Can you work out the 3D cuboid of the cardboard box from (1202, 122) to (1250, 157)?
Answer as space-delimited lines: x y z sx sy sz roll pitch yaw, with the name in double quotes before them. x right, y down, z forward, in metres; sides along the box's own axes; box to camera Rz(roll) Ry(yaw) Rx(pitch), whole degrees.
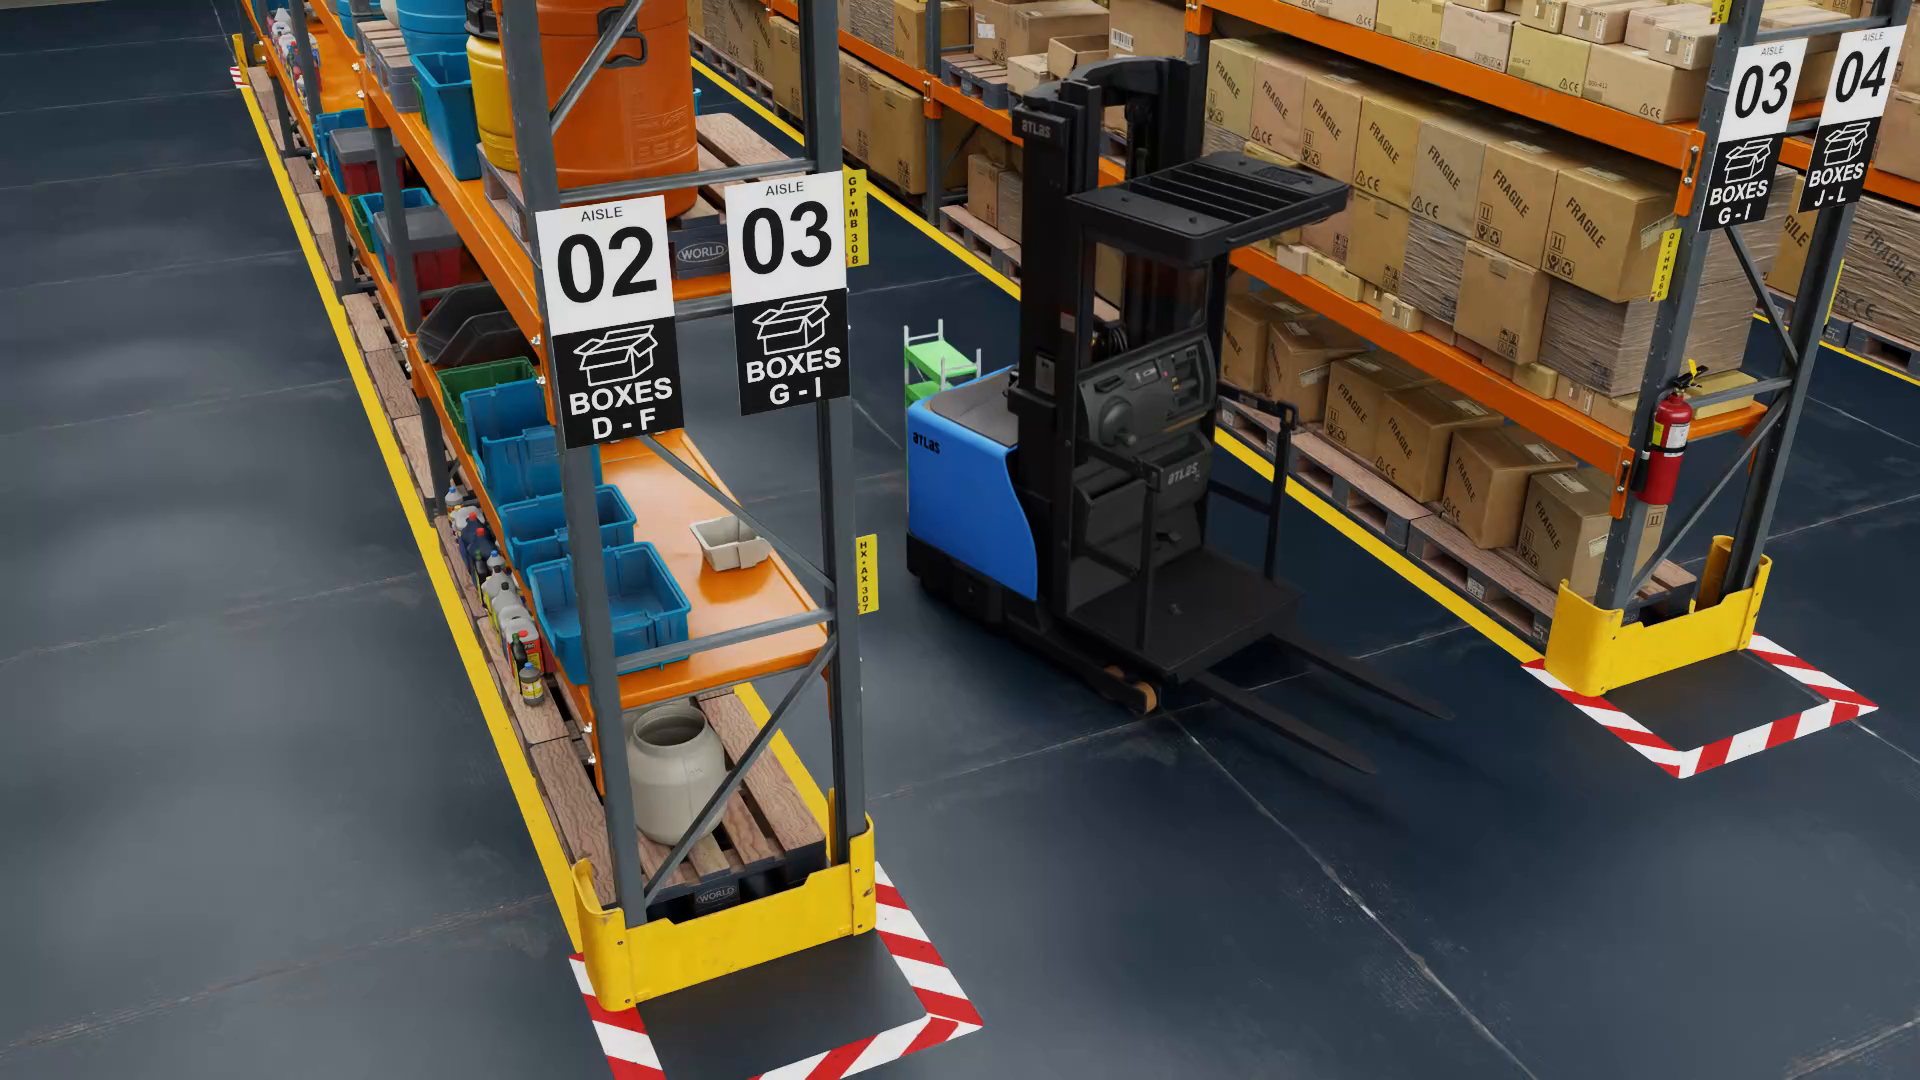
"cardboard box" 2.041 -2.404 10.564 0.875 0.500 0.500 -13 32 -22

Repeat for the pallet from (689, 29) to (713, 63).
"pallet" -2.834 -6.190 20.573 1.003 0.211 1.213 -13 32 -22

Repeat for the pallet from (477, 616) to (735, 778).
"pallet" -1.791 0.659 8.359 1.003 0.211 1.213 -13 32 -22

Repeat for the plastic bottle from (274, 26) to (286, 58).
"plastic bottle" -5.967 -4.377 14.620 0.097 0.271 0.097 0 29 0

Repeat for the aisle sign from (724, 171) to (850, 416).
"aisle sign" -0.556 -0.799 5.450 0.394 0.787 0.004 -13 32 -22

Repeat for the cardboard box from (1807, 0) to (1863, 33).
"cardboard box" 6.555 -3.805 12.212 0.875 0.550 0.550 -13 32 -22

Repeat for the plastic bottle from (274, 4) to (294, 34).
"plastic bottle" -6.128 -4.673 15.068 0.144 0.351 0.185 -13 32 -22

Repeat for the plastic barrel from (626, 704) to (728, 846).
"plastic barrel" -1.204 0.992 7.029 0.421 0.512 0.421 0 29 0

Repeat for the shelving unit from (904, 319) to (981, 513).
"shelving unit" -0.102 -0.611 9.612 0.258 1.200 0.503 -14 32 -23

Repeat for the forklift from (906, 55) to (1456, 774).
"forklift" 1.067 -0.696 7.994 1.130 2.935 3.031 -24 37 -36

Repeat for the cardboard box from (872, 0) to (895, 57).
"cardboard box" -0.457 -4.640 14.856 0.500 0.500 0.500 -13 32 -22

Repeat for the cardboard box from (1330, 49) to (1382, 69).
"cardboard box" 2.562 -2.690 10.052 0.500 0.500 0.500 -13 32 -22

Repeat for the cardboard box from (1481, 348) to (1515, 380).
"cardboard box" 2.959 -0.972 8.674 0.380 0.149 0.250 -13 32 -22

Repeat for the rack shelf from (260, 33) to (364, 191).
"rack shelf" -5.145 -3.739 14.087 1.077 0.370 4.000 -13 32 -22

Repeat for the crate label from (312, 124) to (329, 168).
"crate label" -4.444 -2.832 11.904 0.303 0.233 0.416 -13 32 -22

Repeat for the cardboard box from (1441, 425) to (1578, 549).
"cardboard box" 3.081 -0.305 9.353 0.500 0.500 0.500 -5 30 -9

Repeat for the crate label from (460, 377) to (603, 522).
"crate label" -1.886 -0.407 7.373 0.502 0.435 0.616 -13 32 -22

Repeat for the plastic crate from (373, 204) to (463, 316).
"plastic crate" -3.053 -1.580 9.435 0.402 0.464 0.583 -13 32 -22

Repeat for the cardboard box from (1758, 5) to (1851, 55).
"cardboard box" 3.712 -2.262 7.397 0.380 0.149 0.250 -13 32 -22

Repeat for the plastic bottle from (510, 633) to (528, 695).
"plastic bottle" -2.103 0.590 7.958 0.061 0.283 0.133 -12 32 -21

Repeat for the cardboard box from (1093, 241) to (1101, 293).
"cardboard box" 1.232 -2.281 12.858 0.700 0.500 0.500 -16 33 -26

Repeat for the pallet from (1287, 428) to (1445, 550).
"pallet" 2.752 -0.397 10.242 1.003 0.211 1.213 -13 32 -22

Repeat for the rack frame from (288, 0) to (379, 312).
"rack frame" -4.286 -3.169 12.335 1.000 3.000 0.127 -13 32 -22

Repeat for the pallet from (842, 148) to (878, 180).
"pallet" -0.603 -3.895 16.481 1.003 0.211 1.213 -13 32 -22

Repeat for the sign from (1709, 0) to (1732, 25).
"sign" 3.111 -2.262 6.745 0.100 0.325 0.005 -13 32 -22

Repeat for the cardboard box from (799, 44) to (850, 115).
"cardboard box" -0.853 -4.560 16.557 1.225 0.875 0.875 -14 32 -24

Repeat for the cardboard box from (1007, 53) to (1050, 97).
"cardboard box" 0.699 -3.538 12.717 0.500 0.250 0.500 -14 32 -23

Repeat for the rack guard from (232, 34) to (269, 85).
"rack guard" -7.743 -5.621 19.263 1.175 0.500 0.348 -13 32 -22

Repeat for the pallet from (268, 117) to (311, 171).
"pallet" -6.354 -4.037 16.733 1.003 0.211 1.213 -13 32 -22

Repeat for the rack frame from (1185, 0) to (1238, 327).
"rack frame" 1.904 -2.442 11.039 1.000 3.000 0.127 -13 32 -22

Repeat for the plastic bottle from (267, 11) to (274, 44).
"plastic bottle" -6.231 -4.634 15.066 0.061 0.283 0.133 -13 32 -22

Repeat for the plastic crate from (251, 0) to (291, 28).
"plastic crate" -6.512 -5.090 15.715 0.392 0.384 0.575 -13 32 -22

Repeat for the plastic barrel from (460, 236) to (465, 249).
"plastic barrel" -2.999 -1.959 10.318 0.301 0.262 0.301 0 29 0

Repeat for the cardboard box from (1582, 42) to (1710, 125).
"cardboard box" 3.185 -2.078 7.475 0.500 0.250 0.500 -12 32 -21

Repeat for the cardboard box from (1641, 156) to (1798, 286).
"cardboard box" 3.631 -1.585 8.081 0.500 0.500 0.500 -13 32 -22

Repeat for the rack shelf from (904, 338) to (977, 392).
"rack shelf" -0.102 -0.974 9.409 0.258 0.148 0.480 -14 32 -23

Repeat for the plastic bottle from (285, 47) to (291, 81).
"plastic bottle" -5.585 -3.984 13.920 0.097 0.271 0.097 0 29 0

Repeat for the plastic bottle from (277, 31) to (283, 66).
"plastic bottle" -5.850 -4.242 14.366 0.061 0.283 0.133 -13 32 -22

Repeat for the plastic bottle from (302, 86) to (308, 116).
"plastic bottle" -5.061 -3.445 12.958 0.097 0.271 0.097 0 29 0

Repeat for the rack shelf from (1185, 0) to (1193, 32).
"rack shelf" 1.046 -4.320 12.057 1.077 0.370 4.000 -13 32 -22

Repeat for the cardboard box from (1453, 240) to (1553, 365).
"cardboard box" 3.087 -1.293 8.583 0.875 0.500 0.500 -13 32 -22

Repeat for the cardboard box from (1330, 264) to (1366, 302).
"cardboard box" 2.381 -1.515 9.641 0.380 0.149 0.250 -13 32 -22

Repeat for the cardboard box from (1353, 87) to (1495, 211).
"cardboard box" 2.523 -2.140 9.070 0.500 0.500 0.500 -13 32 -22

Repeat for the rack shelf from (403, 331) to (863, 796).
"rack shelf" -1.711 -0.205 7.784 1.077 0.370 4.000 -13 32 -22

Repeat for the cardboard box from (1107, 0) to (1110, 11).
"cardboard box" 2.069 -6.709 20.829 0.380 0.149 0.250 -15 32 -24

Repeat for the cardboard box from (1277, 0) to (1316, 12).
"cardboard box" 2.098 -3.200 9.476 0.500 0.250 0.500 -13 32 -22

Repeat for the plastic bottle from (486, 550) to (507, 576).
"plastic bottle" -2.419 0.180 8.702 0.097 0.271 0.097 0 29 0

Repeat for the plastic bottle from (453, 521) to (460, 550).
"plastic bottle" -2.741 -0.051 9.185 0.097 0.201 0.097 0 29 0

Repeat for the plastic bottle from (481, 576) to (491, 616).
"plastic bottle" -2.416 0.283 8.589 0.097 0.201 0.097 0 29 0

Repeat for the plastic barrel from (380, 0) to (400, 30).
"plastic barrel" -2.562 -2.711 7.908 0.421 0.512 0.421 0 29 0

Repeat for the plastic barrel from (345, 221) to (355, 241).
"plastic barrel" -4.835 -2.711 13.631 0.421 0.512 0.421 0 29 0

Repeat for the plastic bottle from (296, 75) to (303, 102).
"plastic bottle" -5.270 -3.630 13.359 0.097 0.201 0.097 0 29 0

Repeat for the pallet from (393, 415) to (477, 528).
"pallet" -2.941 -0.525 10.470 1.003 0.211 1.213 -13 32 -22

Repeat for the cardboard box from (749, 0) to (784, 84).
"cardboard box" -1.741 -5.541 18.308 0.875 0.875 0.875 -13 32 -22

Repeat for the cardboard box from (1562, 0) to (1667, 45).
"cardboard box" 2.998 -2.387 7.618 0.380 0.149 0.250 -15 32 -24
